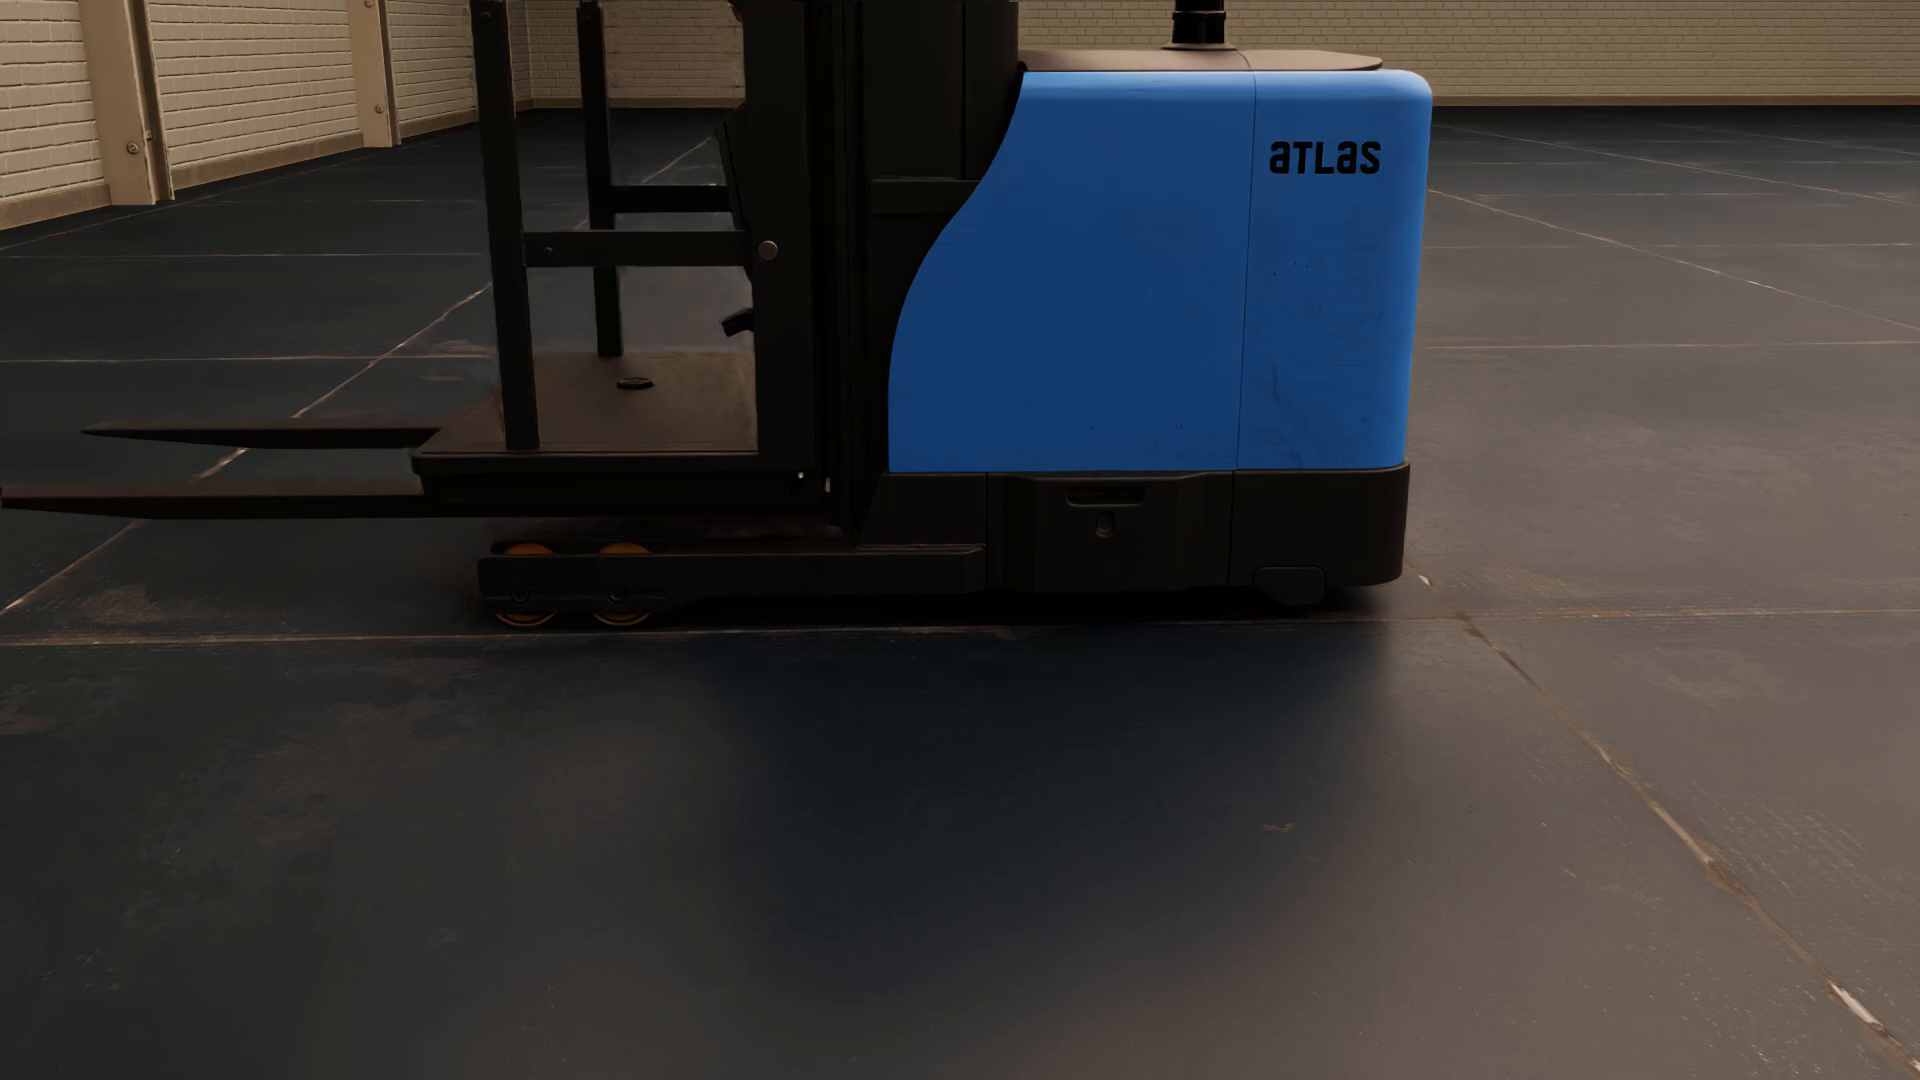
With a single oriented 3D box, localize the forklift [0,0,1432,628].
[{"bbox_3d":[-0.608,-1.383,3.428,3.031,2.935,1.130,0,17,-1],"label":"forklift"}]
